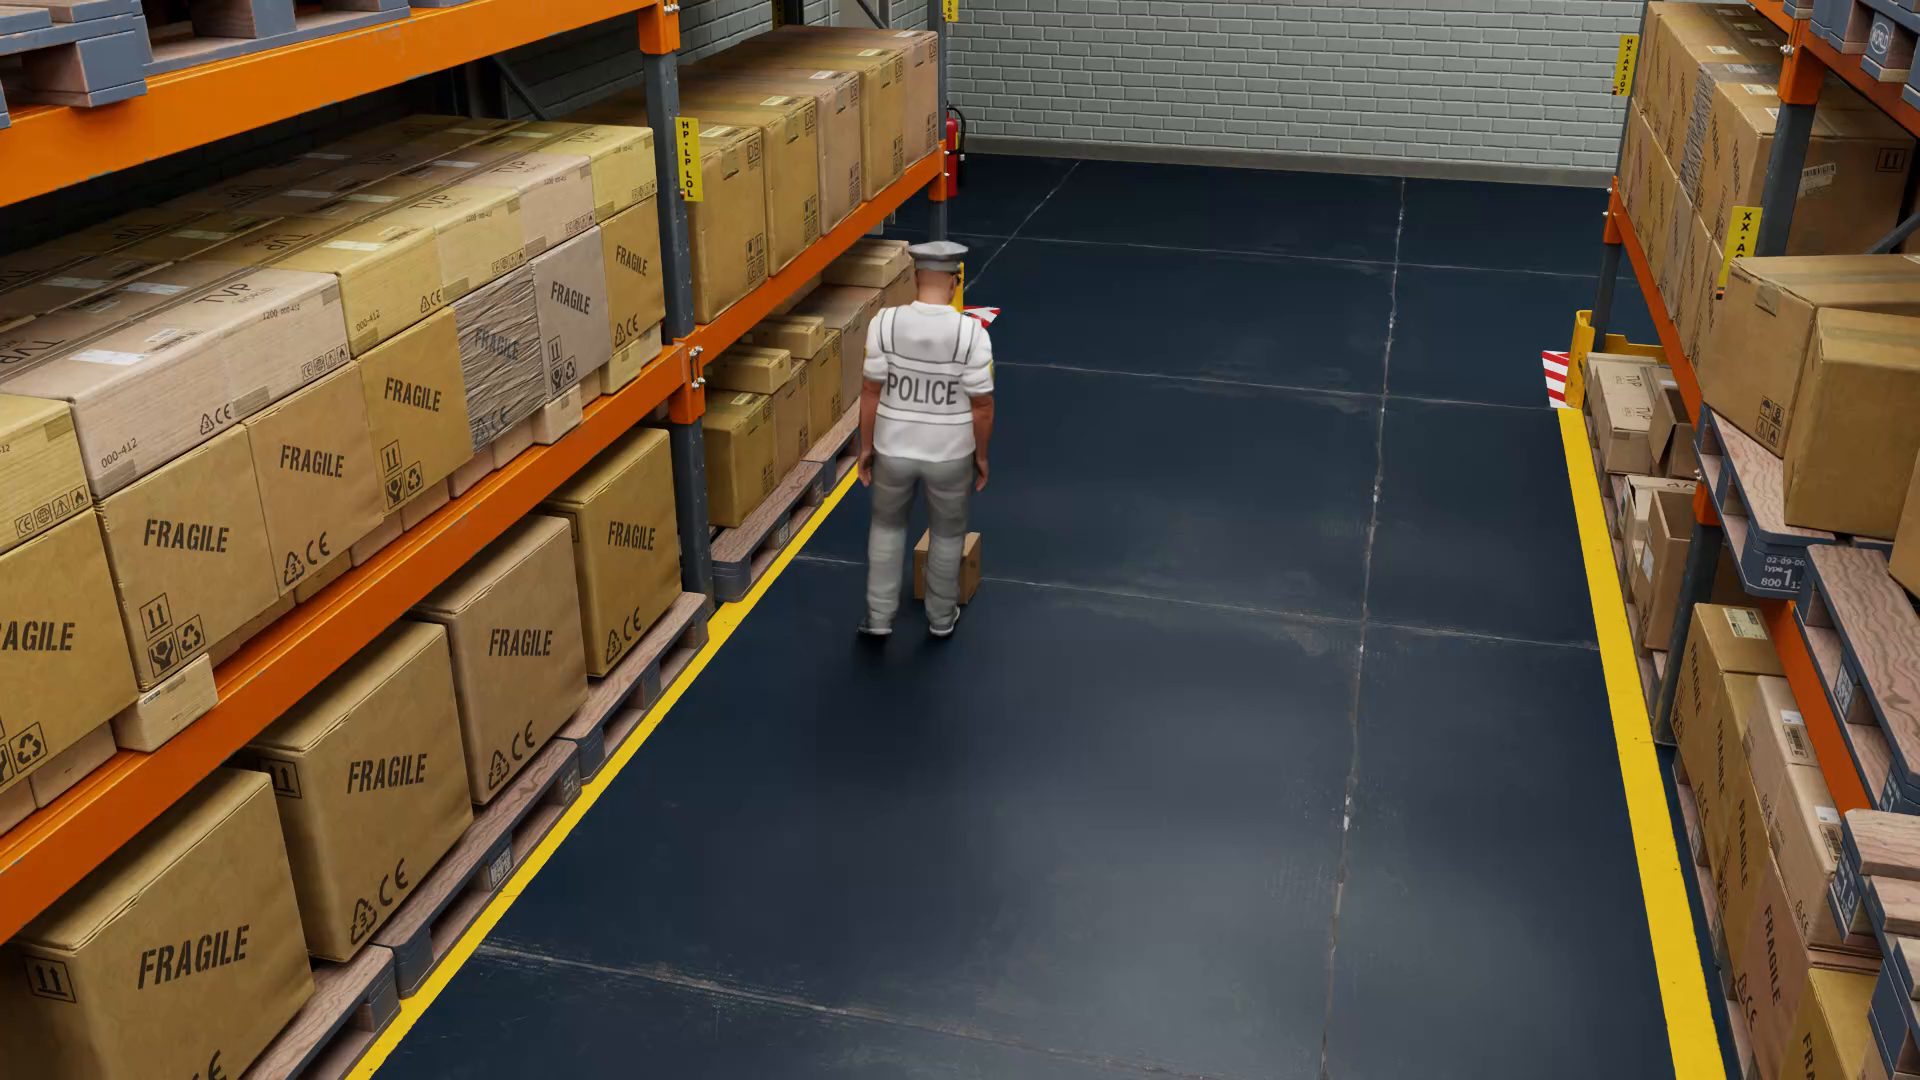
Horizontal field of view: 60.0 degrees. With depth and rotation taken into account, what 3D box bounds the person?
[{"bbox_3d":[-0.148,-0.366,6.907,0.619,1.800,0.515,4,25,9],"label":"person"}]
